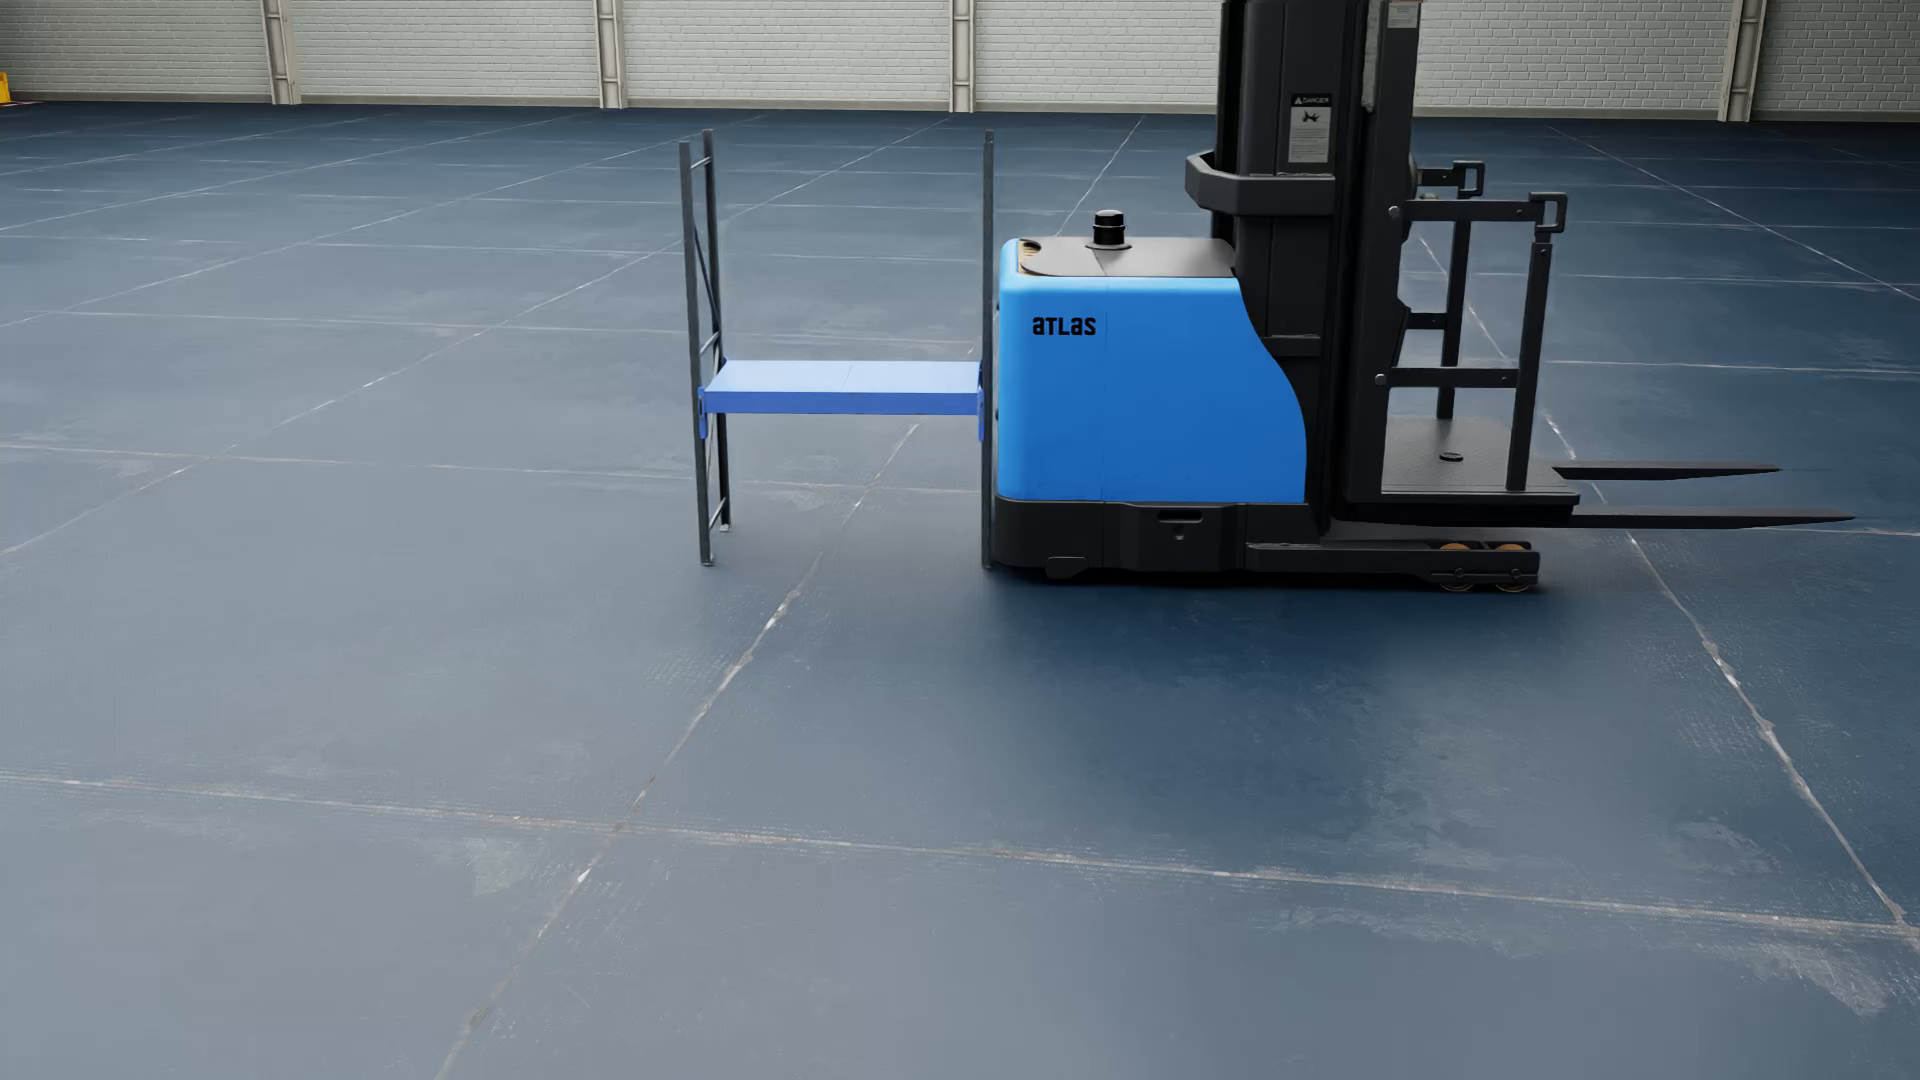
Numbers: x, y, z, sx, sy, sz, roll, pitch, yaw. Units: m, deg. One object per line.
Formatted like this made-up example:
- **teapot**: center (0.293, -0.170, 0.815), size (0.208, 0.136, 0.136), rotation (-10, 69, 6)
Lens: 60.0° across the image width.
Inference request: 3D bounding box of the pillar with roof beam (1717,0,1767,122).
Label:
- **pillar with roof beam**: center (11.209, -9.368, 20.119), size (0.400, 9.000, 9.100), rotation (3, 19, 9)

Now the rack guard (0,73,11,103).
- **rack guard**: center (-17.160, -7.877, 29.058), size (0.348, 0.500, 1.175), rotation (3, 19, 9)

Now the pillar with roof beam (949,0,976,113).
- **pillar with roof beam**: center (-0.639, -9.972, 21.924), size (0.400, 9.000, 9.100), rotation (3, 19, 9)

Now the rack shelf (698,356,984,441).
- **rack shelf**: center (-0.409, -0.520, 6.061), size (1.000, 0.185, 0.538), rotation (1, 19, 2)

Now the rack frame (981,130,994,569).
- **rack frame**: center (0.100, -0.686, 5.990), size (0.032, 1.500, 0.500), rotation (1, 19, 2)

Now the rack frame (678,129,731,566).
- **rack frame**: center (-0.917, -0.696, 6.019), size (0.032, 1.500, 0.500), rotation (1, 19, 2)

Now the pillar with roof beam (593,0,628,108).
- **pillar with roof beam**: center (-6.563, -10.274, 22.826), size (0.400, 9.000, 9.100), rotation (3, 19, 9)

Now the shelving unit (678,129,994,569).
- **shelving unit**: center (-0.409, -0.691, 6.004), size (1.048, 1.500, 0.538), rotation (1, 19, 2)

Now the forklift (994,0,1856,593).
- **forklift**: center (1.647, -1.379, 5.805), size (3.031, 2.935, 1.130), rotation (1, 19, 2)

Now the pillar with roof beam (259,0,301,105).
- **pillar with roof beam**: center (-12.487, -10.576, 23.729), size (0.400, 9.000, 9.100), rotation (3, 19, 9)
